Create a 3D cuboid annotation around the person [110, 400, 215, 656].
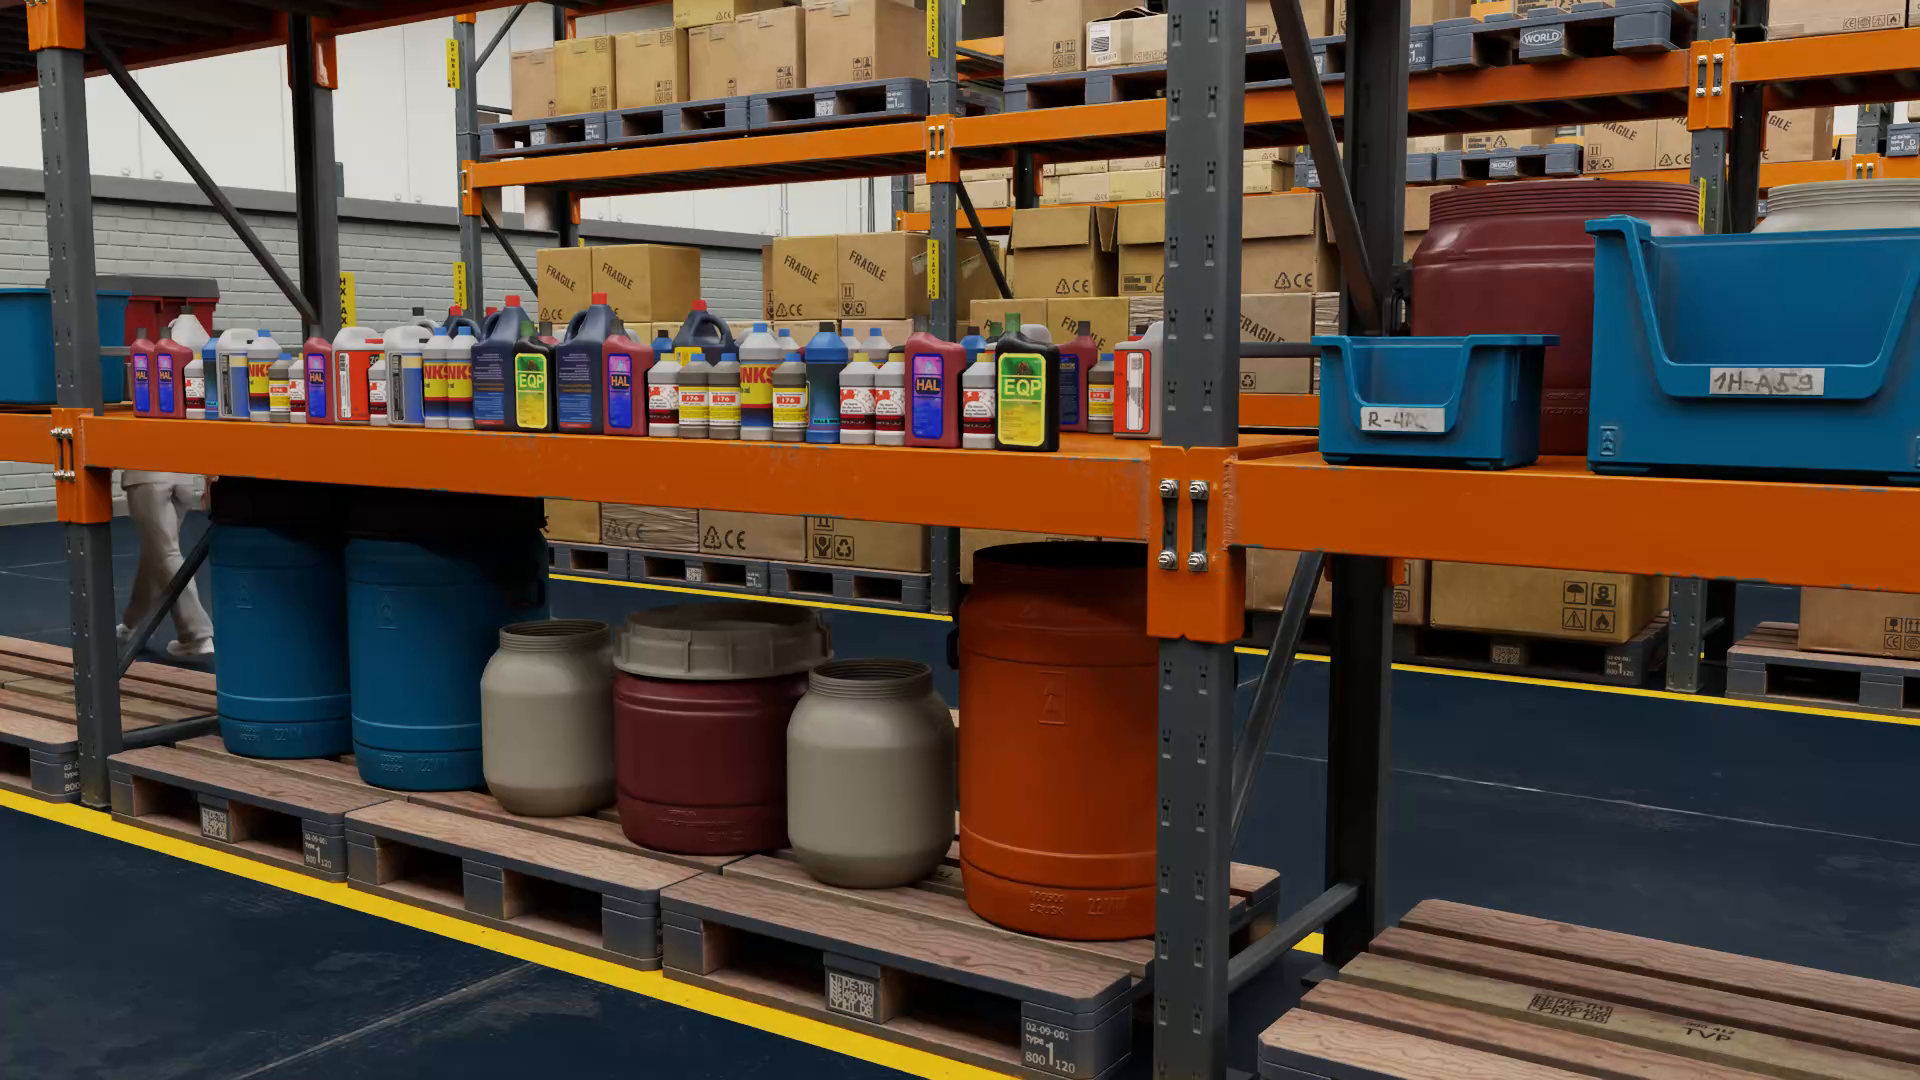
[{"bbox_3d":[-4.022,-0.260,8.209,0.940,1.619,0.475,3,7,25],"label":"person"}]
